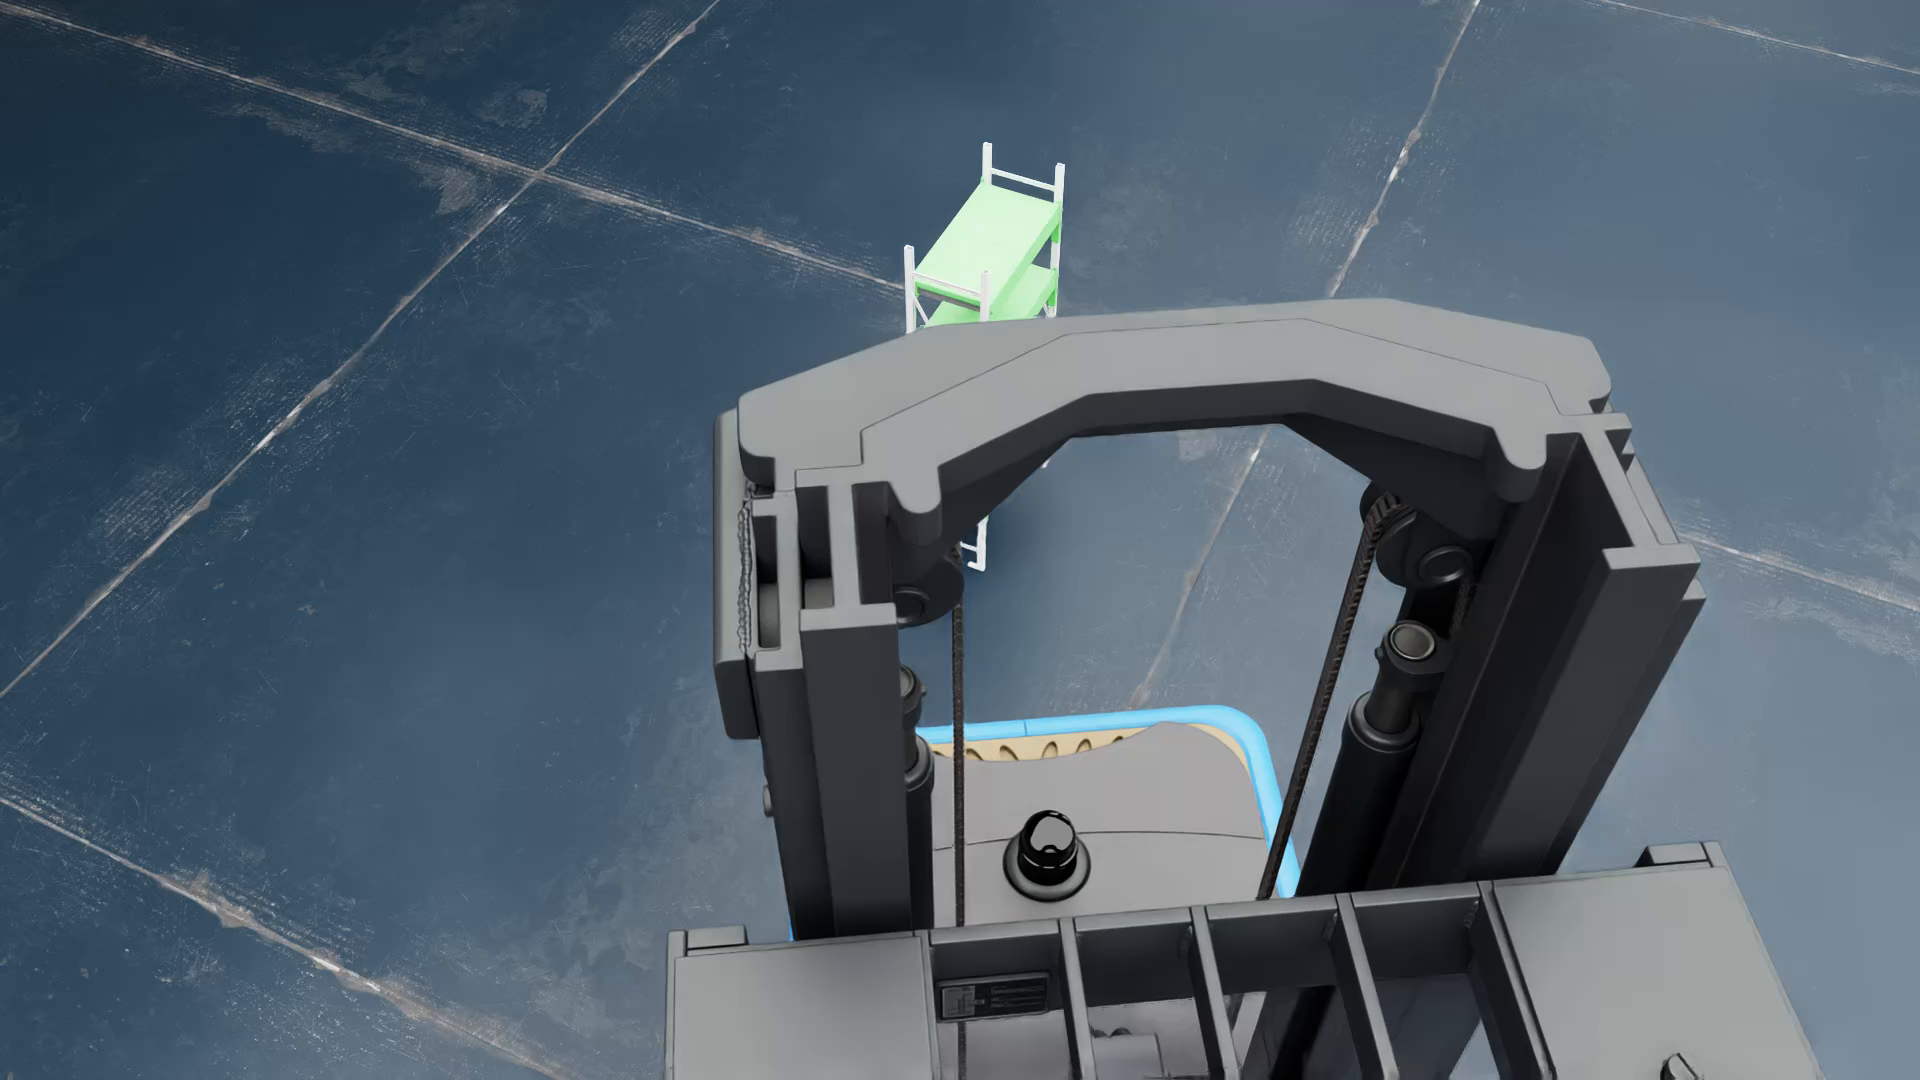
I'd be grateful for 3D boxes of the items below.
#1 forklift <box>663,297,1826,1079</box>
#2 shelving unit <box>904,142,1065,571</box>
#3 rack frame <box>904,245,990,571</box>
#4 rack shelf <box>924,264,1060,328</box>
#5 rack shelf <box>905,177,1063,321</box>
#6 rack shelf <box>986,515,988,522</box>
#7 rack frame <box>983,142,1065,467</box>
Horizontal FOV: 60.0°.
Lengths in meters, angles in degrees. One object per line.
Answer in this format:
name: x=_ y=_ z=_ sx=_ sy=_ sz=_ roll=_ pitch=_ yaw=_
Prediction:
forklift: x=0.276 y=1.247 z=2.265 sx=1.130 sy=2.935 sz=3.031 roll=-4 pitch=50 yaw=-4
shelving unit: x=0.071 y=-0.503 z=4.890 sx=0.258 sy=1.200 sz=0.503 roll=20 pitch=52 yaw=16
rack frame: x=-0.034 y=-0.335 z=4.747 sx=0.240 sy=1.200 sz=0.015 roll=20 pitch=52 yaw=16
rack shelf: x=0.071 y=-0.617 z=4.756 sx=0.258 sy=0.148 sz=0.480 roll=20 pitch=52 yaw=16
rack shelf: x=0.071 y=-0.772 z=4.573 sx=0.258 sy=0.148 sz=0.480 roll=20 pitch=52 yaw=16
rack shelf: x=0.071 y=-0.306 z=5.121 sx=0.258 sy=0.148 sz=0.480 roll=20 pitch=52 yaw=16
rack frame: x=0.175 y=-0.671 z=5.033 sx=0.240 sy=1.200 sz=0.015 roll=20 pitch=52 yaw=16
